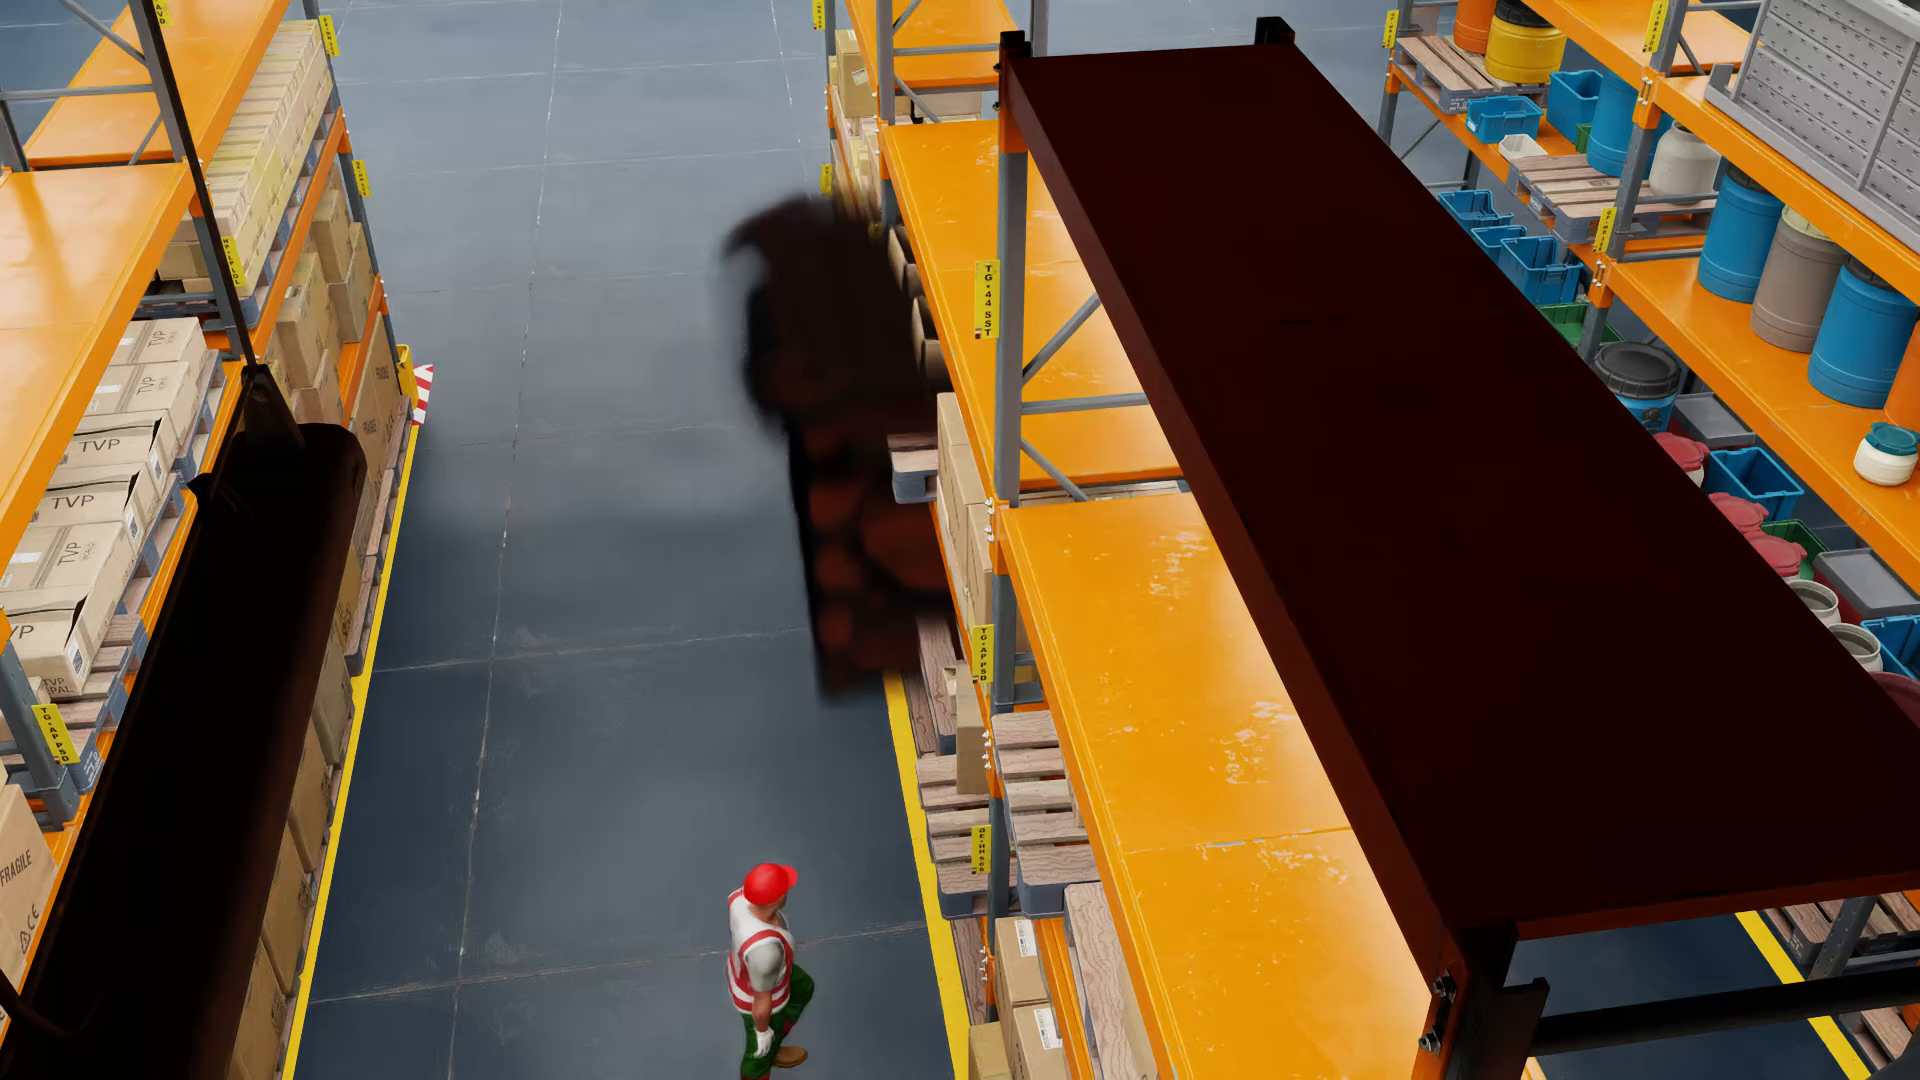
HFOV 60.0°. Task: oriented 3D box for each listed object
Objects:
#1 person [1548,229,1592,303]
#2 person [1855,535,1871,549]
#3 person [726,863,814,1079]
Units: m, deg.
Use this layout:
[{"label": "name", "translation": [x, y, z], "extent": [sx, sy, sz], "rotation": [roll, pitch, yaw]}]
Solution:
[{"label": "person", "translation": [6.050, -2.949, 16.150], "extent": [0.580, 1.605, 0.416], "rotation": [4, 36, 5]}, {"label": "person", "translation": [6.807, -0.087, 12.167], "extent": [0.367, 1.709, 0.491], "rotation": [-18, 40, -23]}, {"label": "person", "translation": [-0.957, 2.320, 8.581], "extent": [0.467, 1.802, 0.632], "rotation": [-9, 37, -12]}]
